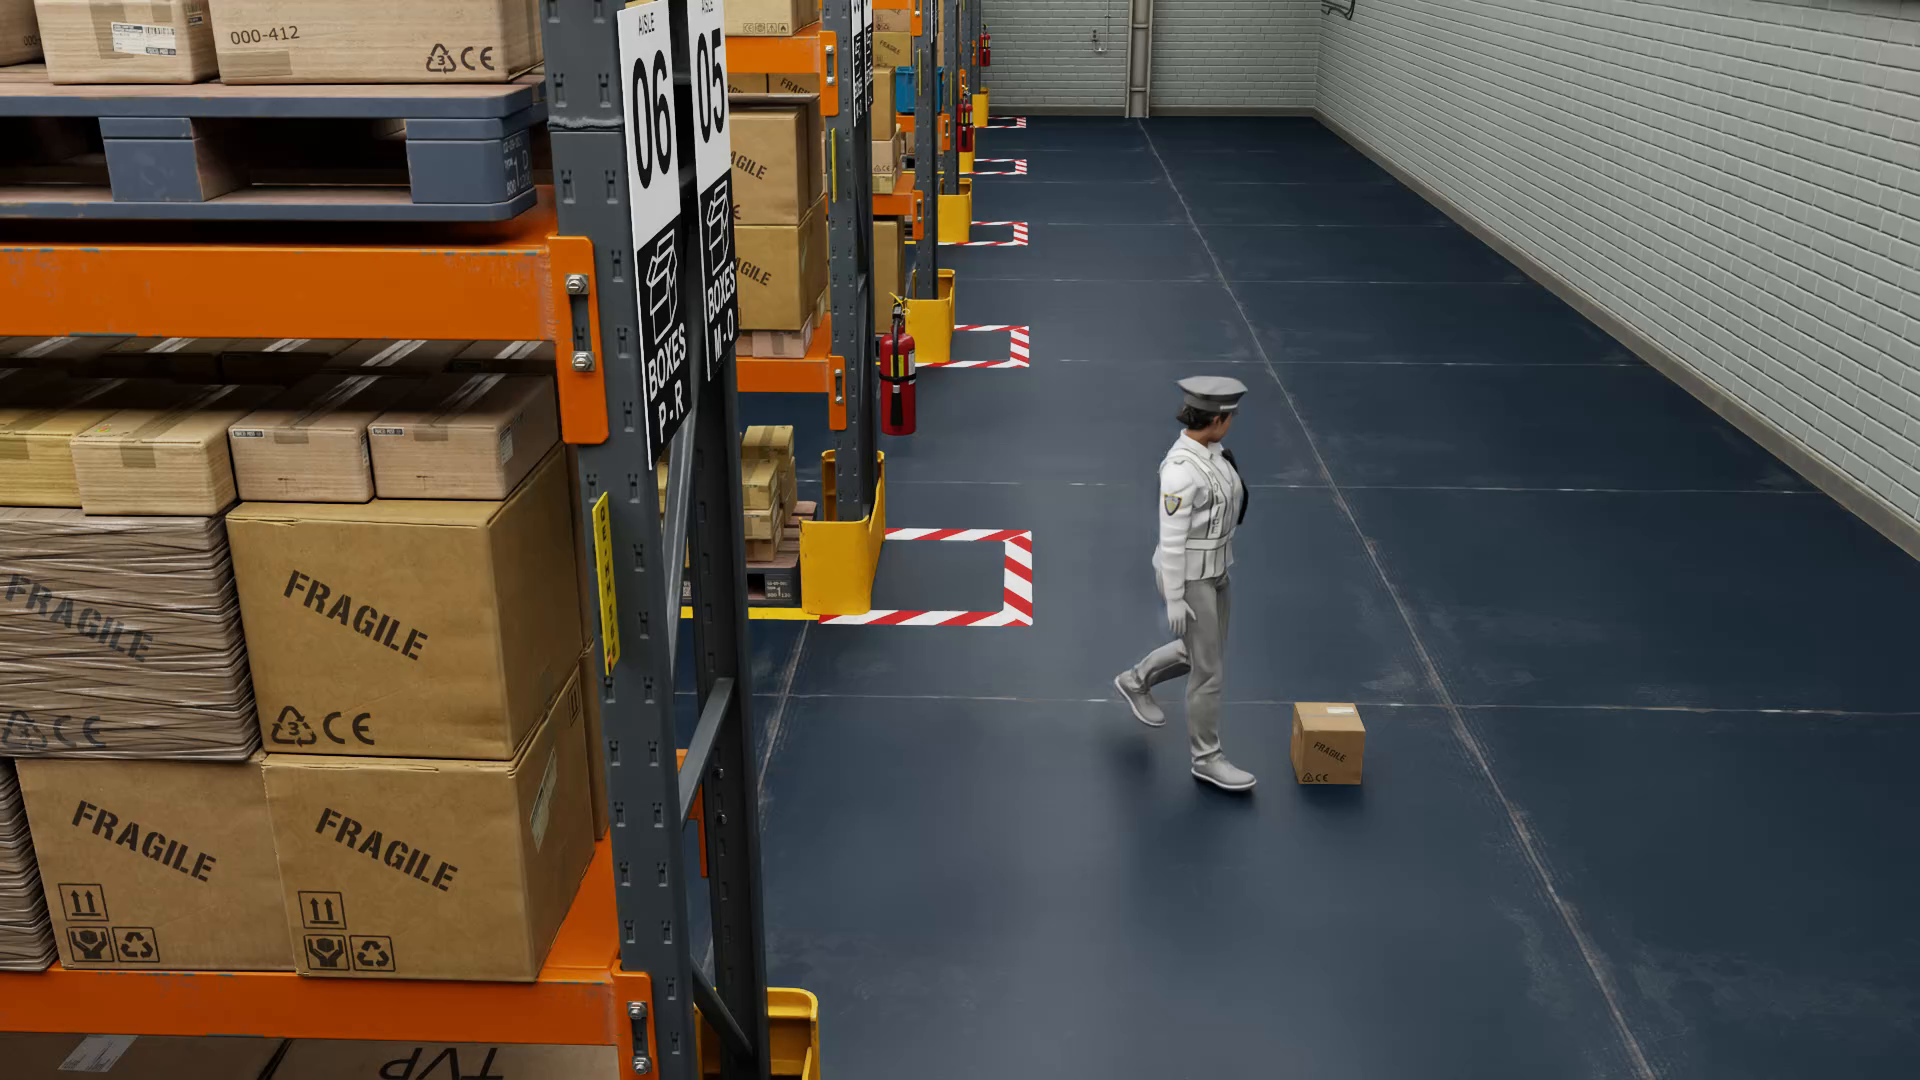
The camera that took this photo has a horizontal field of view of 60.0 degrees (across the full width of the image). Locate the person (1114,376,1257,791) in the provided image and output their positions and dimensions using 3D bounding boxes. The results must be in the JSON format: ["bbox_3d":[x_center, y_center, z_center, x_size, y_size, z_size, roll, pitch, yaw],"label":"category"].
[{"bbox_3d":[0.938,0.141,6.675,0.711,1.643,0.522,10,23,25],"label":"person"}]
